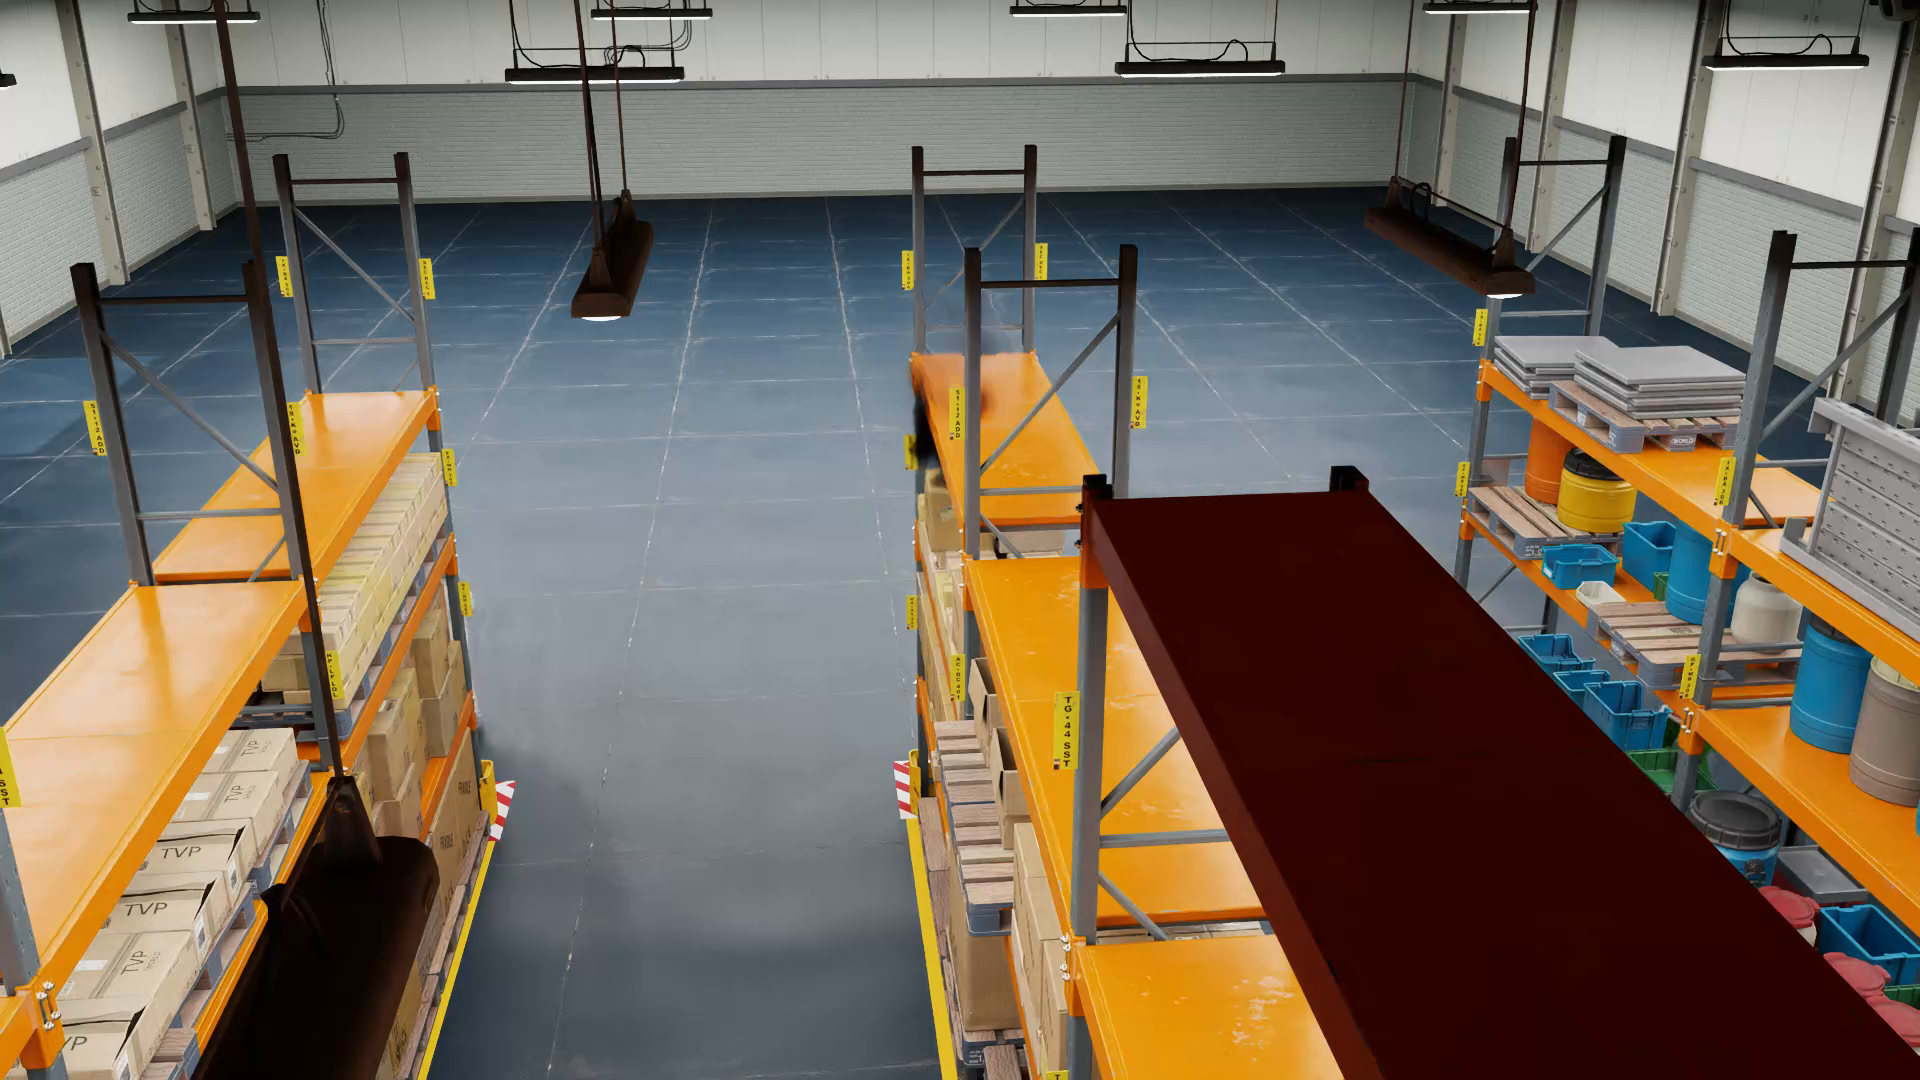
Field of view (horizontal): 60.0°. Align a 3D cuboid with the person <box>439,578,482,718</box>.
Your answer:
[{"bbox_3d":[-5.188,1.021,16.694,0.799,1.847,0.645,16,27,35],"label":"person"}]

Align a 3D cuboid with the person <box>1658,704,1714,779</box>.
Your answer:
[{"bbox_3d":[6.588,1.638,15.029,0.653,1.827,0.871,-2,22,-5],"label":"person"}]
